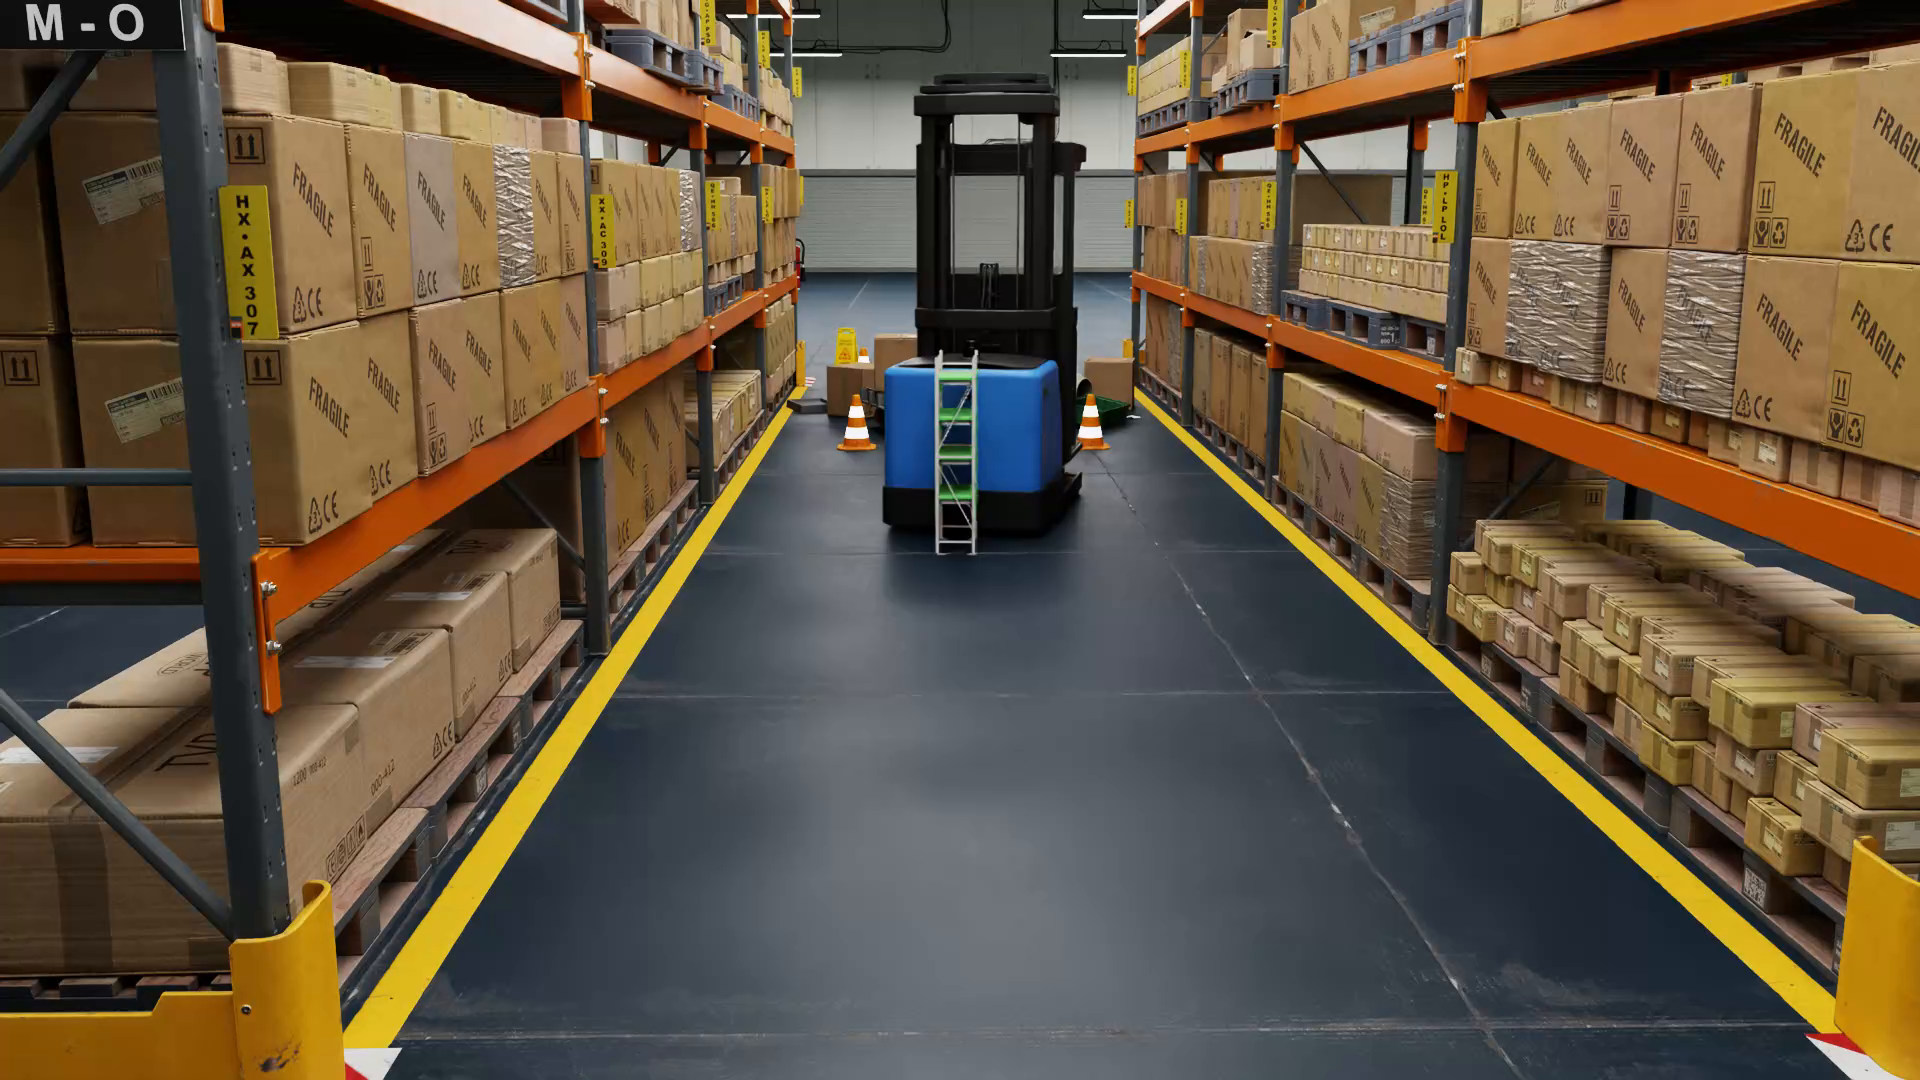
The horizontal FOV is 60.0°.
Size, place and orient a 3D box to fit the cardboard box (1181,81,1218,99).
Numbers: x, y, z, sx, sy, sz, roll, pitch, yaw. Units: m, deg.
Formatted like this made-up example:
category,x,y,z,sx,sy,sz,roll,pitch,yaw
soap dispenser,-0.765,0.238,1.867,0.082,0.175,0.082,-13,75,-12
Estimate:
category,x,y,z,sx,sy,sz,roll,pitch,yaw
cardboard box,2.291,-4.229,15.639,0.380,0.149,0.250,0,11,-1

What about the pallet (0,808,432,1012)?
category,x,y,z,sx,sy,sz,roll,pitch,yaw
pallet,-2.175,1.078,4.715,1.003,0.211,1.213,0,11,-1

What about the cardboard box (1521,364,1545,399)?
category,x,y,z,sx,sy,sz,roll,pitch,yaw
cardboard box,2.600,-0.681,7.004,0.380,0.149,0.250,-1,11,-4

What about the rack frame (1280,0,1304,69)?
category,x,y,z,sx,sy,sz,roll,pitch,yaw
rack frame,2.701,-4.701,11.098,1.000,3.000,0.127,0,11,-1

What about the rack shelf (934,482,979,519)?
category,x,y,z,sx,sy,sz,roll,pitch,yaw
rack shelf,-0.019,-0.246,10.282,0.258,0.148,0.480,0,11,2

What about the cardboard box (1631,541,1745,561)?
category,x,y,z,sx,sy,sz,roll,pitch,yaw
cardboard box,3.109,0.104,7.121,0.380,0.149,0.250,0,11,-2

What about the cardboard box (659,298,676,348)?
category,x,y,z,sx,sy,sz,roll,pitch,yaw
cardboard box,-1.916,-1.245,9.526,0.500,0.250,0.500,0,11,-2

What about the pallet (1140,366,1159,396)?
category,x,y,z,sx,sy,sz,roll,pitch,yaw
pallet,2.631,-1.826,19.028,1.003,0.211,1.213,0,11,-1

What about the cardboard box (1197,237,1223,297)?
category,x,y,z,sx,sy,sz,roll,pitch,yaw
cardboard box,2.372,-2.399,14.588,0.500,0.500,0.500,0,11,-1

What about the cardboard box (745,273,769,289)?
category,x,y,z,sx,sy,sz,roll,pitch,yaw
cardboard box,-2.014,-2.456,15.754,0.380,0.149,0.250,0,11,-1

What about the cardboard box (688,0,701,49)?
category,x,y,z,sx,sy,sz,roll,pitch,yaw
cardboard box,-2.087,-3.373,10.778,0.797,0.503,0.637,-1,12,-5

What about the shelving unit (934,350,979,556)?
category,x,y,z,sx,sy,sz,roll,pitch,yaw
shelving unit,-0.019,-0.544,10.221,0.258,1.200,0.503,0,11,2

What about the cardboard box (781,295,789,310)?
category,x,y,z,sx,sy,sz,roll,pitch,yaw
cardboard box,-2.057,-2.573,18.042,0.380,0.149,0.250,0,11,0

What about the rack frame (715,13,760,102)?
category,x,y,z,sx,sy,sz,roll,pitch,yaw
rack frame,-2.328,-5.456,14.818,1.000,3.000,0.127,0,11,-1

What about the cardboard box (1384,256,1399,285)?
category,x,y,z,sx,sy,sz,roll,pitch,yaw
cardboard box,2.555,-1.480,9.138,0.380,0.149,0.250,-1,11,-4

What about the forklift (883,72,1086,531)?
category,x,y,z,sx,sy,sz,roll,pitch,yaw
forklift,0.289,-1.743,11.777,1.130,2.935,3.031,2,12,11

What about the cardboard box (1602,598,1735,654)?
category,x,y,z,sx,sy,sz,roll,pitch,yaw
cardboard box,2.591,0.314,6.084,0.380,0.149,0.250,0,11,-1

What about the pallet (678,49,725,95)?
category,x,y,z,sx,sy,sz,roll,pitch,yaw
pallet,-2.179,-2.970,10.586,1.213,0.211,1.003,0,11,1

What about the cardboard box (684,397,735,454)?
category,x,y,z,sx,sy,sz,roll,pitch,yaw
cardboard box,-2.271,-0.897,12.991,0.950,0.372,0.625,0,11,-2

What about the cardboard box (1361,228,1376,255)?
category,x,y,z,sx,sy,sz,roll,pitch,yaw
cardboard box,2.547,-1.732,9.629,0.380,0.149,0.250,0,11,-2

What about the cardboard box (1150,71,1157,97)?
category,x,y,z,sx,sy,sz,roll,pitch,yaw
cardboard box,2.312,-4.850,17.698,0.500,0.250,0.500,0,11,-2

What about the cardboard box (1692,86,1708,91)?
category,x,y,z,sx,sy,sz,roll,pitch,yaw
cardboard box,7.278,-4.315,16.112,0.380,0.149,0.250,-1,11,-4

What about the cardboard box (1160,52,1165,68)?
category,x,y,z,sx,sy,sz,roll,pitch,yaw
cardboard box,2.261,-4.922,17.049,0.380,0.149,0.250,0,11,0

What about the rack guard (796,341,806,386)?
category,x,y,z,sx,sy,sz,roll,pitch,yaw
rack guard,-2.409,-2.070,19.507,1.175,0.500,0.348,0,11,-1

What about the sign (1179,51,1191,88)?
category,x,y,z,sx,sy,sz,roll,pitch,yaw
sign,2.064,-4.316,15.243,0.100,0.325,0.005,0,11,-1

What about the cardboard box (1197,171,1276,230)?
category,x,y,z,sx,sy,sz,roll,pitch,yaw
cardboard box,2.645,-3.232,15.853,0.875,0.550,0.550,0,11,-1

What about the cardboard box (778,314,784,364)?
category,x,y,z,sx,sy,sz,roll,pitch,yaw
cardboard box,-2.102,-2.069,17.187,0.500,0.500,0.500,0,11,2

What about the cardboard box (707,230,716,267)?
category,x,y,z,sx,sy,sz,roll,pitch,yaw
cardboard box,-2.024,-2.211,11.859,0.500,0.500,0.500,-1,11,-3

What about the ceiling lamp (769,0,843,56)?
category,x,y,z,sx,sy,sz,roll,pitch,yaw
ceiling lamp,-4.052,-14.163,43.057,2.000,3.185,0.800,0,11,-1

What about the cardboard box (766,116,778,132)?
category,x,y,z,sx,sy,sz,roll,pitch,yaw
cardboard box,-2.028,-4.182,16.716,0.380,0.149,0.250,0,11,-2

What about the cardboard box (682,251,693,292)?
category,x,y,z,sx,sy,sz,roll,pitch,yaw
cardboard box,-1.967,-1.695,10.488,0.500,0.250,0.500,-1,11,-3

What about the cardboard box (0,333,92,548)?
category,x,y,z,sx,sy,sz,roll,pitch,yaw
cardboard box,-2.355,-0.274,4.114,0.500,0.500,0.500,0,11,-1

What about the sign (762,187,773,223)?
category,x,y,z,sx,sy,sz,roll,pitch,yaw
sign,-1.773,-3.086,15.314,0.100,0.325,0.005,0,11,-1

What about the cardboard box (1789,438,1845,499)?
category,x,y,z,sx,sy,sz,roll,pitch,yaw
cardboard box,2.589,-0.210,4.684,0.380,0.149,0.250,0,11,-2

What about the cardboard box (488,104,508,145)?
category,x,y,z,sx,sy,sz,roll,pitch,yaw
cardboard box,-1.882,-1.520,6.109,0.380,0.149,0.250,0,11,-2

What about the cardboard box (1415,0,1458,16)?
category,x,y,z,sx,sy,sz,roll,pitch,yaw
cardboard box,2.883,-3.000,8.941,0.797,0.503,0.637,0,11,-2

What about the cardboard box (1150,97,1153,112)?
category,x,y,z,sx,sy,sz,roll,pitch,yaw
cardboard box,2.244,-4.683,17.876,0.380,0.149,0.250,0,11,-1

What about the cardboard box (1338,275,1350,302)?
category,x,y,z,sx,sy,sz,roll,pitch,yaw
cardboard box,2.535,-1.540,10.182,0.380,0.149,0.250,0,11,1

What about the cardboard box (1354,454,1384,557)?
category,x,y,z,sx,sy,sz,roll,pitch,yaw
cardboard box,2.506,-0.195,9.204,0.500,0.500,0.500,-1,11,-2

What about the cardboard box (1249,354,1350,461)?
category,x,y,z,sx,sy,sz,roll,pitch,yaw
cardboard box,2.779,-0.985,12.474,1.050,0.750,0.750,0,11,-2

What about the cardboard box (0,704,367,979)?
category,x,y,z,sx,sy,sz,roll,pitch,yaw
cardboard box,-2.194,0.789,4.514,0.875,0.438,0.875,-1,11,-3

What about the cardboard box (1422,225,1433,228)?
category,x,y,z,sx,sy,sz,roll,pitch,yaw
cardboard box,3.178,-1.938,10.644,0.380,0.149,0.250,0,11,1

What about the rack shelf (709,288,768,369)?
category,x,y,z,sx,sy,sz,roll,pitch,yaw
rack shelf,-2.287,-1.765,13.526,1.077,0.370,4.000,0,11,-1

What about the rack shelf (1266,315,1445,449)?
category,x,y,z,sx,sy,sz,roll,pitch,yaw
rack shelf,2.743,-1.011,9.806,1.077,0.370,4.000,0,11,-1

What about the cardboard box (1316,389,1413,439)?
category,x,y,z,sx,sy,sz,roll,pitch,yaw
cardboard box,2.481,-0.772,10.164,0.500,0.250,0.500,0,11,-1

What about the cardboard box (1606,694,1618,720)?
category,x,y,z,sx,sy,sz,roll,pitch,yaw
cardboard box,2.619,0.609,6.127,0.380,0.149,0.250,0,11,0

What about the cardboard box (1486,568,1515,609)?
category,x,y,z,sx,sy,sz,roll,pitch,yaw
cardboard box,2.566,0.203,7.379,0.380,0.149,0.250,0,11,-1

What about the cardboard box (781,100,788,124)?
category,x,y,z,sx,sy,sz,roll,pitch,yaw
cardboard box,-2.135,-4.652,18.031,0.500,0.250,0.500,0,11,-2

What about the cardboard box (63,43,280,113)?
category,x,y,z,sx,sy,sz,roll,pitch,yaw
cardboard box,-1.811,-1.059,3.836,0.380,0.149,0.250,0,11,0

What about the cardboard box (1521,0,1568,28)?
category,x,y,z,sx,sy,sz,roll,pitch,yaw
cardboard box,2.549,-2.170,6.542,0.500,0.250,0.500,0,11,-2

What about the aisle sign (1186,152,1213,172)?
category,x,y,z,sx,sy,sz,roll,pitch,yaw
aisle sign,2.834,-4.640,19.350,0.394,0.787,0.004,0,11,-1

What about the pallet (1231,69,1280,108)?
category,x,y,z,sx,sy,sz,roll,pitch,yaw
pallet,2.635,-3.266,12.044,1.213,0.211,1.003,0,11,1

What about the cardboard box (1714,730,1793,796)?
category,x,y,z,sx,sy,sz,roll,pitch,yaw
cardboard box,2.558,0.668,5.088,0.380,0.149,0.250,-1,11,-3

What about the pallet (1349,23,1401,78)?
category,x,y,z,sx,sy,sz,roll,pitch,yaw
pallet,2.853,-2.673,9.118,1.213,0.211,1.003,0,11,-1

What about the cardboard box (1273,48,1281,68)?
category,x,y,z,sx,sy,sz,roll,pitch,yaw
cardboard box,2.469,-3.489,11.950,0.380,0.166,0.250,0,11,-1

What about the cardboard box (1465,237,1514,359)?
category,x,y,z,sx,sy,sz,roll,pitch,yaw
cardboard box,2.542,-1.061,7.245,0.500,0.500,0.500,0,11,-2

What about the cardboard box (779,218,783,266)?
category,x,y,z,sx,sy,sz,roll,pitch,yaw
cardboard box,-2.120,-3.099,17.290,0.500,0.500,0.500,0,11,0

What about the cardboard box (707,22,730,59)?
category,x,y,z,sx,sy,sz,roll,pitch,yaw
cardboard box,-2.146,-4.045,13.475,0.500,0.250,0.500,0,11,0
